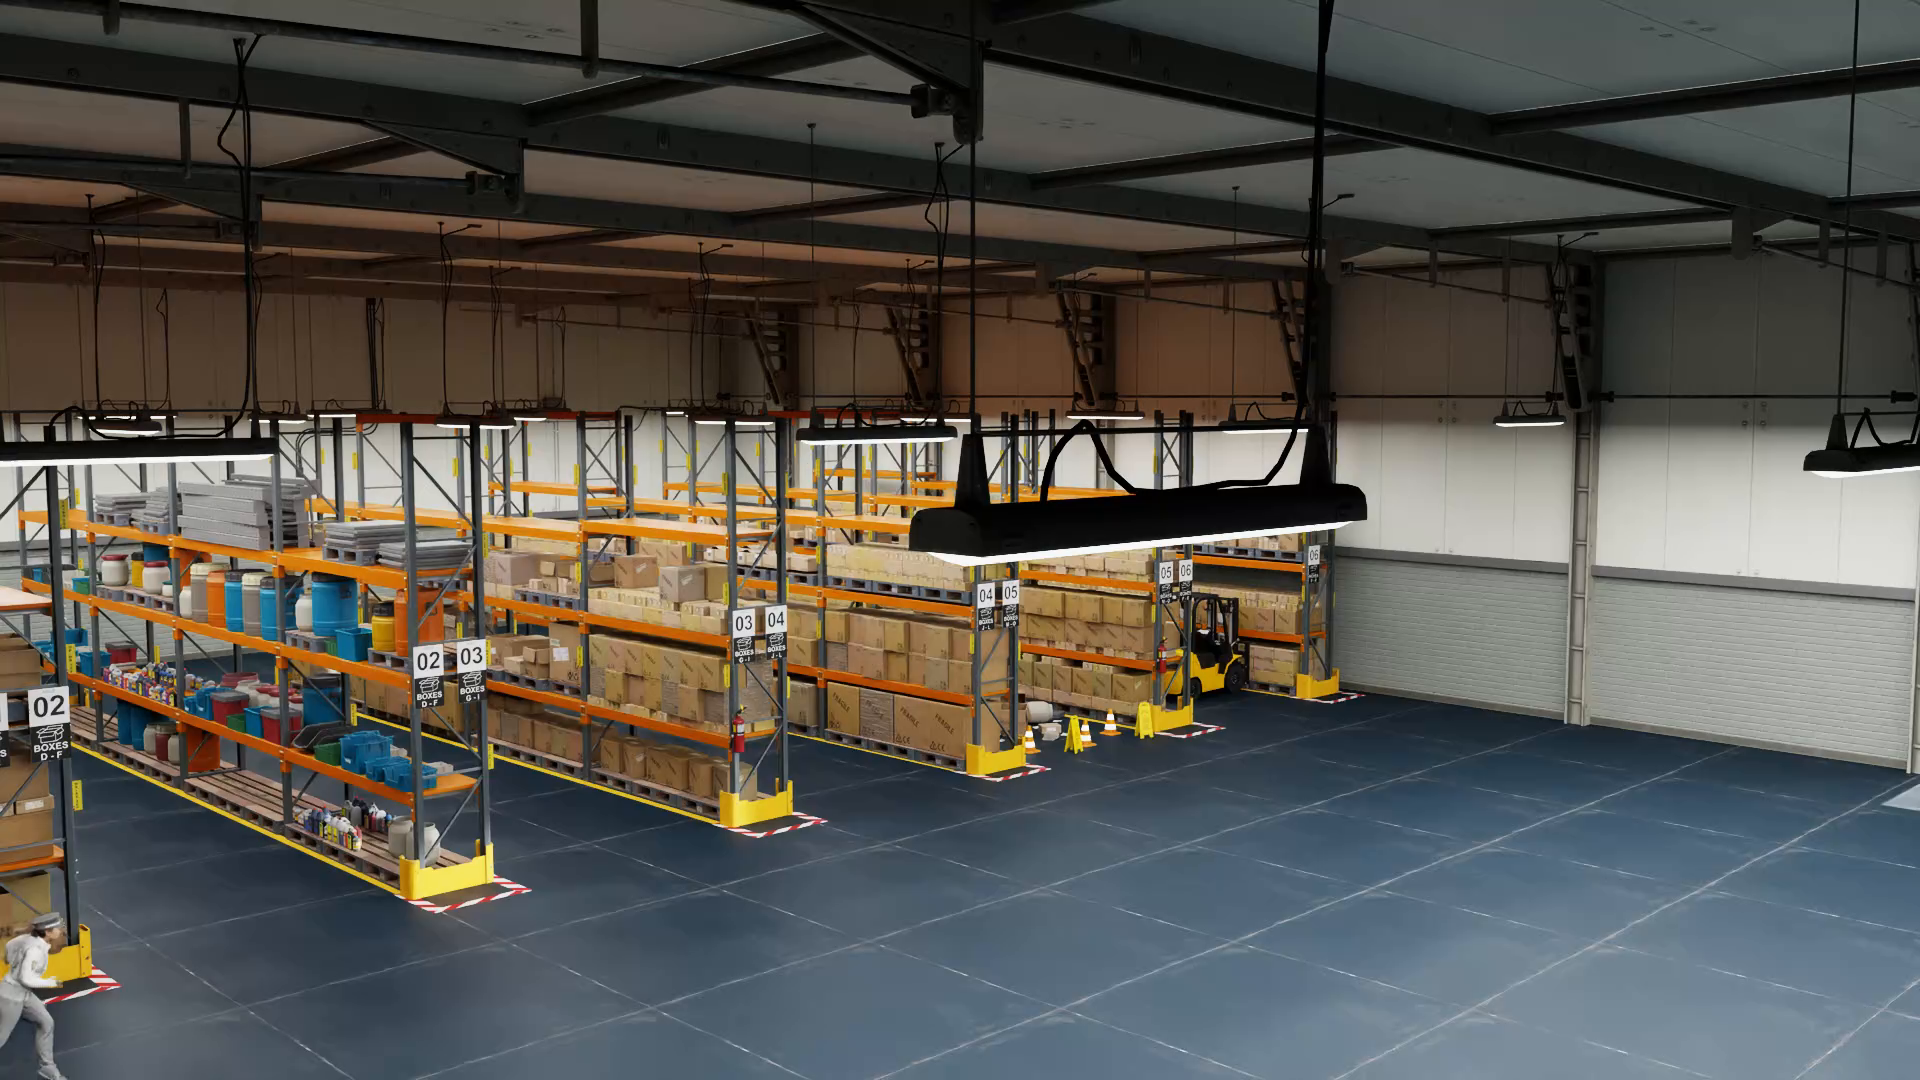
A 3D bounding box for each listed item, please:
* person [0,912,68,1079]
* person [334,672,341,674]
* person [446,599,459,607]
[{"bbox_3d":[-8.691,4.247,15.165,0.965,1.625,0.609,-3,6,-29],"label":"person"},{"bbox_3d":[-10.904,3.035,28.715,0.917,1.597,0.673,2,5,23],"label":"person"},{"bbox_3d":[-11.731,2.127,38.540,0.710,1.770,0.697,-3,6,-29],"label":"person"}]
